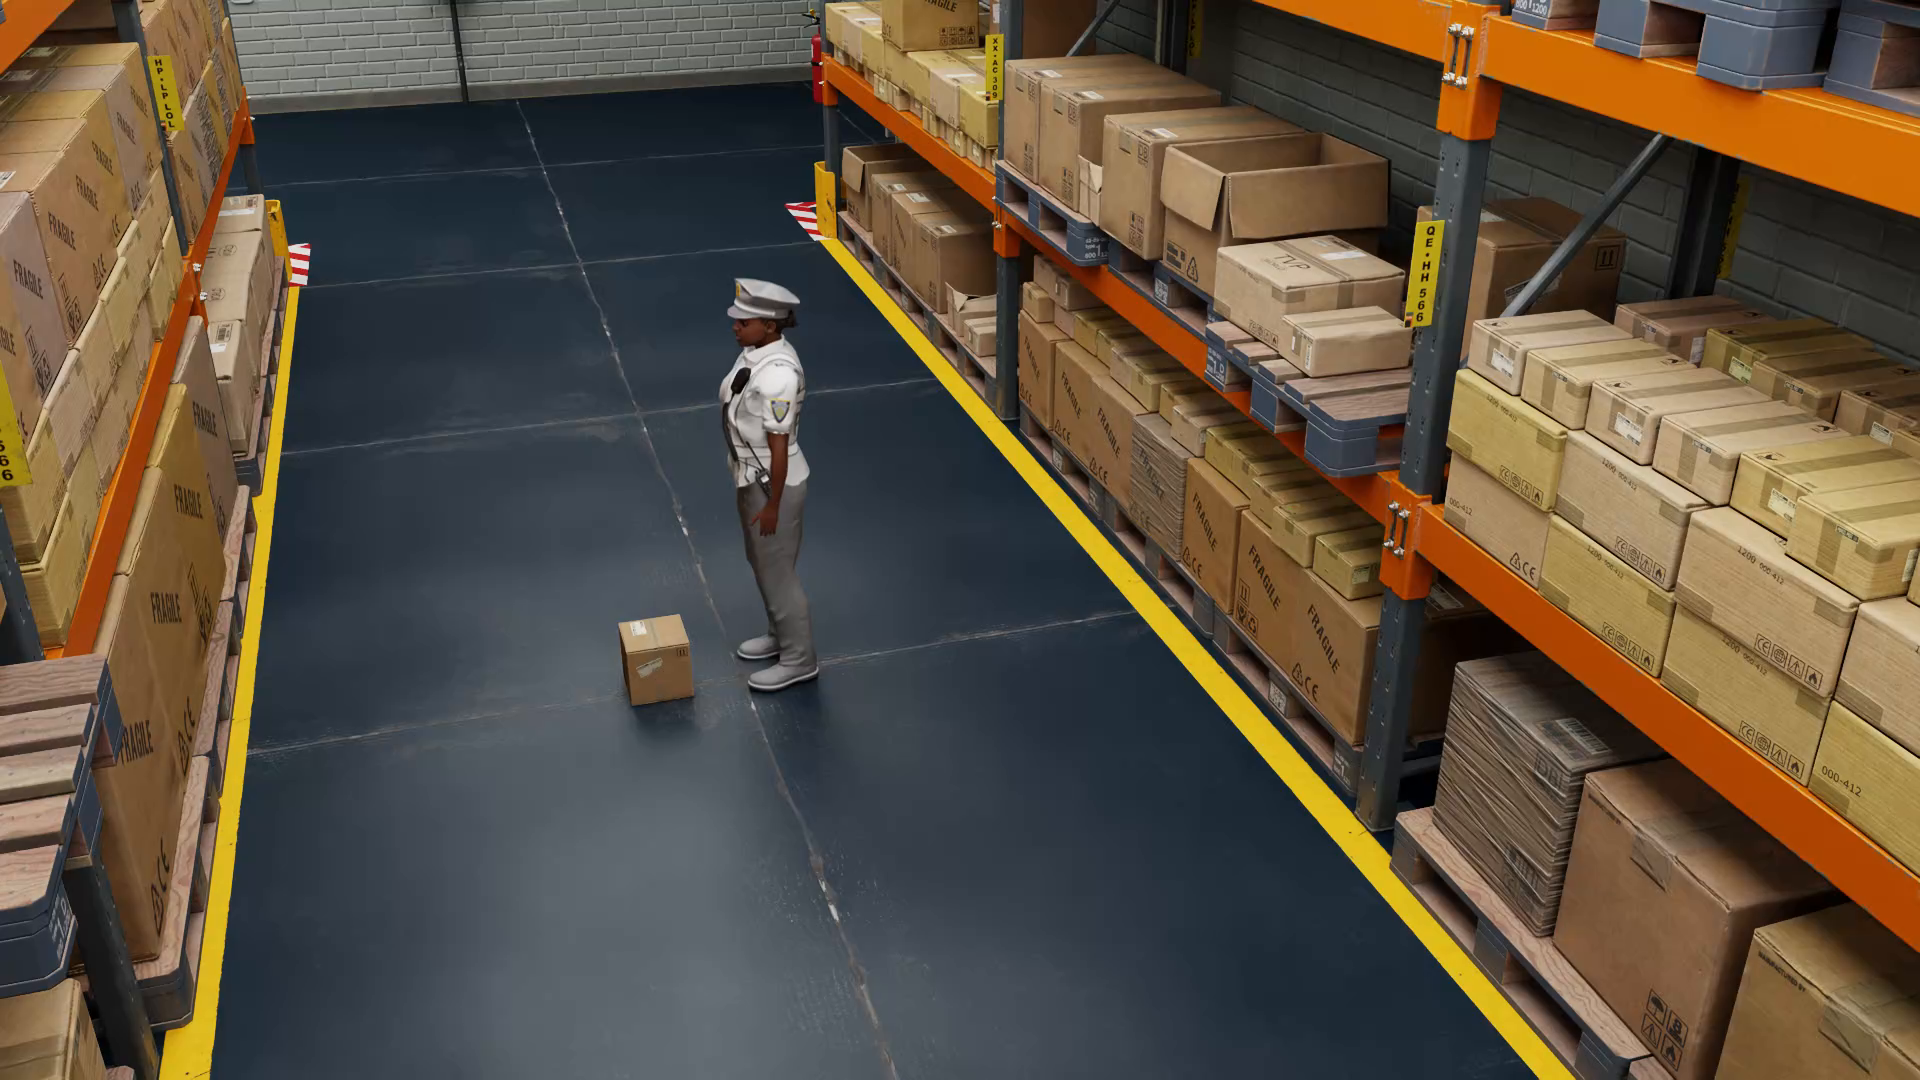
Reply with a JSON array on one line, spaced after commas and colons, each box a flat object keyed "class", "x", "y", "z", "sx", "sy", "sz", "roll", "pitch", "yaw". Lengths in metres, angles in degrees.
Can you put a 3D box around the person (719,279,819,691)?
[{"class": "person", "x": -0.762, "y": -0.217, "z": 6.531, "sx": 0.338, "sy": 1.683, "sz": 0.435, "roll": -7, "pitch": 27, "yaw": -14}]
